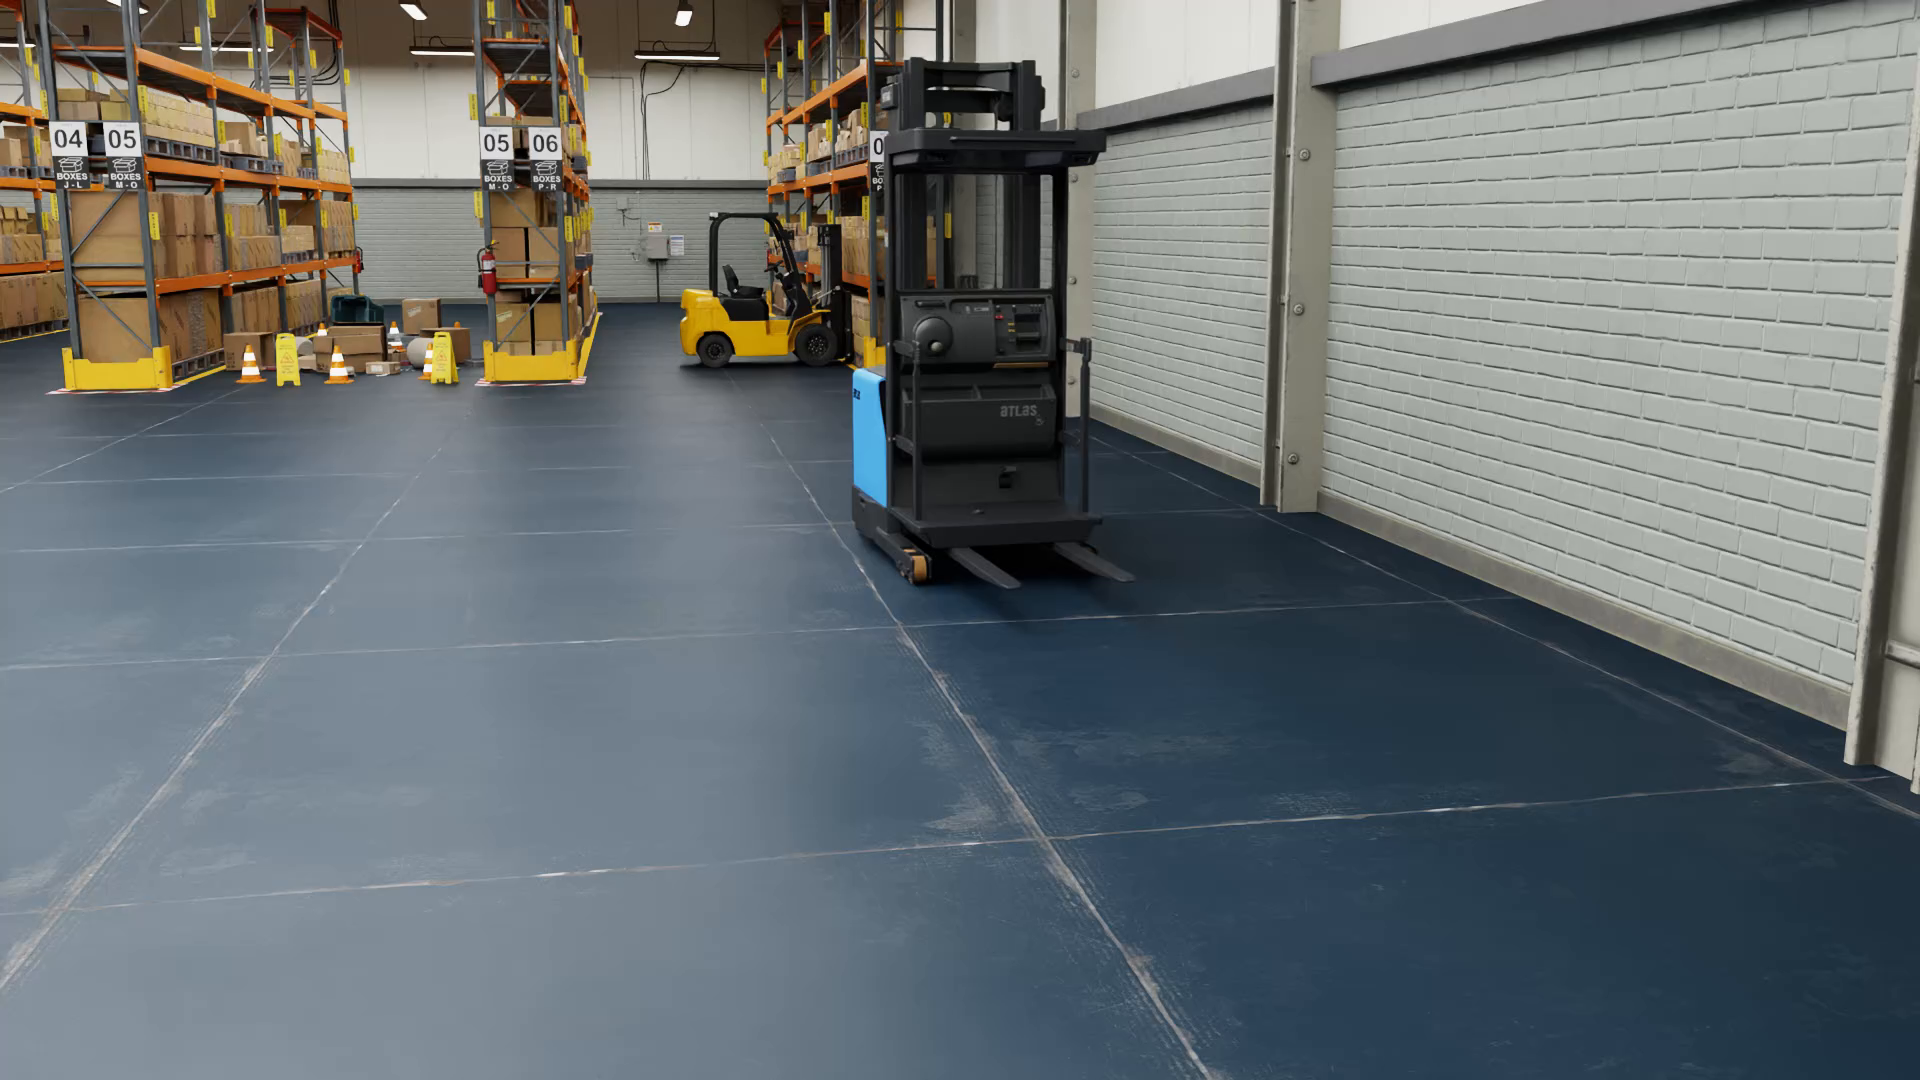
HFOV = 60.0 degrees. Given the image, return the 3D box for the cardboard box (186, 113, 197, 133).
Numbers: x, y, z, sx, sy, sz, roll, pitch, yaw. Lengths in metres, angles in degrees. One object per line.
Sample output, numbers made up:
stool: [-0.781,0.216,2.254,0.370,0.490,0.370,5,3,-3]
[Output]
cardboard box: [-10.658,-5.637,22.482,0.500,0.250,0.500,-2,11,-12]

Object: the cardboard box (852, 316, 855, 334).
cardboard box: [-1.326,-3.112,23.919,0.500,0.250,0.500,-2,11,-12]

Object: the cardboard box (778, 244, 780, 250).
cardboard box: [-3.585,-6.288,35.317,0.500,0.250,0.500,-2,11,-11]

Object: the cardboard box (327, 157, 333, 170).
cardboard box: [-12.789,-7.495,33.093,0.500,0.250,0.500,-2,11,-10]

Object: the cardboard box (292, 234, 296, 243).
cardboard box: [-12.125,-5.396,29.775,0.380,0.149,0.250,-2,11,-12]

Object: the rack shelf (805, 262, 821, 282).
rack shelf: [-1.884,-4.494,28.209,1.077,0.370,4.000,-2,11,-11]

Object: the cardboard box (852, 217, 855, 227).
cardboard box: [-1.340,-4.549,23.778,0.380,0.149,0.250,-2,11,-10]

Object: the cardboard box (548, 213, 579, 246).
cardboard box: [-6.173,-4.797,25.693,0.500,0.500,0.500,-2,11,-10]

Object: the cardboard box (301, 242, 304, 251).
cardboard box: [-12.277,-5.395,30.568,0.380,0.149,0.250,-3,11,-13]

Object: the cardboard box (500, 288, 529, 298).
cardboard box: [-6.390,-3.555,23.844,0.380,0.149,0.250,-1,11,-8]

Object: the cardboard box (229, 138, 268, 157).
cardboard box: [-11.479,-6.339,26.803,0.500,0.311,0.500,-2,11,-11]

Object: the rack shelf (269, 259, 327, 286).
rack shelf: [-12.366,-4.848,30.068,1.077,0.370,4.000,-2,11,-11]

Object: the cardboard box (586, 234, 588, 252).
cardboard box: [-7.753,-5.911,33.464,0.500,0.500,0.500,-2,11,-9]

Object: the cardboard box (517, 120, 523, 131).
cardboard box: [-6.019,-5.502,22.099,0.380,0.149,0.250,-2,11,-11]

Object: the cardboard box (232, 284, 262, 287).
cardboard box: [-12.367,-4.297,28.807,0.500,0.250,0.500,-2,11,-12]

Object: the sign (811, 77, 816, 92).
sign: [-3.280,-10.182,37.201,0.100,0.325,0.005,-2,11,-11]

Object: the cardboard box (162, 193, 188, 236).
cardboard box: [-10.628,-4.246,21.693,0.875,0.550,0.550,-2,11,-11]

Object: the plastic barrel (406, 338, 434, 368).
plastic barrel: [-7.472,-2.624,23.350,0.512,0.421,0.421,6,12,28]

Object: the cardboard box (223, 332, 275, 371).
cardboard box: [-9.890,-2.627,23.153,0.500,0.500,0.500,0,11,-1]

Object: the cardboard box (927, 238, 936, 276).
cardboard box: [-0.540,-3.897,22.881,0.500,0.500,0.500,-2,11,-9]

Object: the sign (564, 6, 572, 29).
sign: [-5.827,-7.761,24.693,0.100,0.325,0.005,-2,11,-11]

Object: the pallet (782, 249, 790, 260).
pallet: [-3.002,-5.703,33.151,1.003,0.211,1.213,-2,11,-11]

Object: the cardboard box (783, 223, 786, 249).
cardboard box: [-3.176,-6.106,33.366,0.700,0.500,0.500,-2,11,-10]

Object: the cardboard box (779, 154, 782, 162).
cardboard box: [-3.423,-7.629,33.218,0.380,0.149,0.250,-2,11,-9]

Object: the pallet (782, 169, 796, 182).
pallet: [-2.788,-7.017,32.020,1.213,0.211,1.003,-2,11,-11]

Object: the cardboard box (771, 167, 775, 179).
cardboard box: [-3.804,-7.949,36.023,0.500,0.250,0.500,-2,11,-13]

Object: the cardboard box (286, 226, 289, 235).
cardboard box: [-12.026,-5.444,29.236,0.380,0.149,0.250,-3,11,-13]

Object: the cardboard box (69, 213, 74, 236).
cardboard box: [-17.676,-6.130,32.481,0.500,0.500,0.500,-2,11,-13]

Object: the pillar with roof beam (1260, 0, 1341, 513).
pillar with roof beam: [-1.857,-4.497,10.257,9.100,9.000,0.400,-2,11,-11]

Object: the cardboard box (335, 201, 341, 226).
cardboard box: [-12.885,-6.628,33.762,0.500,0.500,0.500,-3,11,-13]

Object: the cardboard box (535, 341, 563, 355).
cardboard box: [-5.470,-2.579,22.456,0.500,0.250,0.500,-2,11,-11]

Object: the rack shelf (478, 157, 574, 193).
rack shelf: [-5.974,-5.053,23.122,1.077,0.370,4.000,-2,11,-11]

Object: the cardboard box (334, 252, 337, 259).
cardboard box: [-12.792,-5.748,33.547,0.380,0.149,0.250,-2,11,-8]

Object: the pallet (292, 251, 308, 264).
pallet: [-12.402,-5.102,29.992,1.003,0.211,1.213,-2,11,-11]

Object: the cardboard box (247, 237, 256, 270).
cardboard box: [-11.230,-4.441,25.737,0.500,0.500,0.500,-2,11,-11]

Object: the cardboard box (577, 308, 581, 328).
cardboard box: [-6.889,-3.709,28.068,0.950,0.372,0.625,-2,11,-12]

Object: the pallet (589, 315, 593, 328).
pallet: [-7.695,-4.258,32.503,1.003,0.211,1.213,-2,11,-11]

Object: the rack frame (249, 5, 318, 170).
rack frame: [-12.755,-8.515,31.367,1.000,3.000,0.127,-2,11,-11]

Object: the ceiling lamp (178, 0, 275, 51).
ceiling lamp: [-16.452,-12.539,36.897,2.000,3.185,0.800,-2,11,-11]

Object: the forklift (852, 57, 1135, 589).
forklift: [0.166,-1.271,9.537,1.130,2.935,3.031,-3,11,-15]

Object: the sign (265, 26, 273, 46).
sign: [-11.433,-8.339,27.520,0.100,0.325,0.005,-2,11,-11]

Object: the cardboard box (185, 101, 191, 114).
cardboard box: [-10.570,-5.811,22.332,0.380,0.149,0.250,-2,11,-12]

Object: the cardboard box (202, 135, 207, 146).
cardboard box: [-10.713,-5.558,23.132,0.380,0.149,0.250,-2,11,-10]

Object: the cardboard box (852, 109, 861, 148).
cardboard box: [-1.143,-5.789,23.408,0.700,0.500,0.500,-2,11,-11]

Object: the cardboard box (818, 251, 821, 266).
cardboard box: [-2.127,-4.768,28.128,0.500,0.250,0.500,-2,11,-9]

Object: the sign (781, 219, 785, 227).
sign: [-3.581,-6.352,33.731,0.100,0.325,0.005,-2,11,-11]

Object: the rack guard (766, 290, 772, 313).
rack guard: [-3.814,-5.440,37.938,1.175,0.500,0.348,-2,11,-11]

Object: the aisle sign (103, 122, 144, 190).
aisle sign: [-10.113,-4.642,20.111,0.394,0.787,0.004,-2,11,-11]

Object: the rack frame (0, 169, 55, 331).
rack frame: [-17.639,-5.406,31.078,1.000,3.000,0.127,-2,11,-11]

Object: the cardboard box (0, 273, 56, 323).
cardboard box: [-17.495,-4.452,30.625,1.225,0.875,0.875,-2,11,-11]
